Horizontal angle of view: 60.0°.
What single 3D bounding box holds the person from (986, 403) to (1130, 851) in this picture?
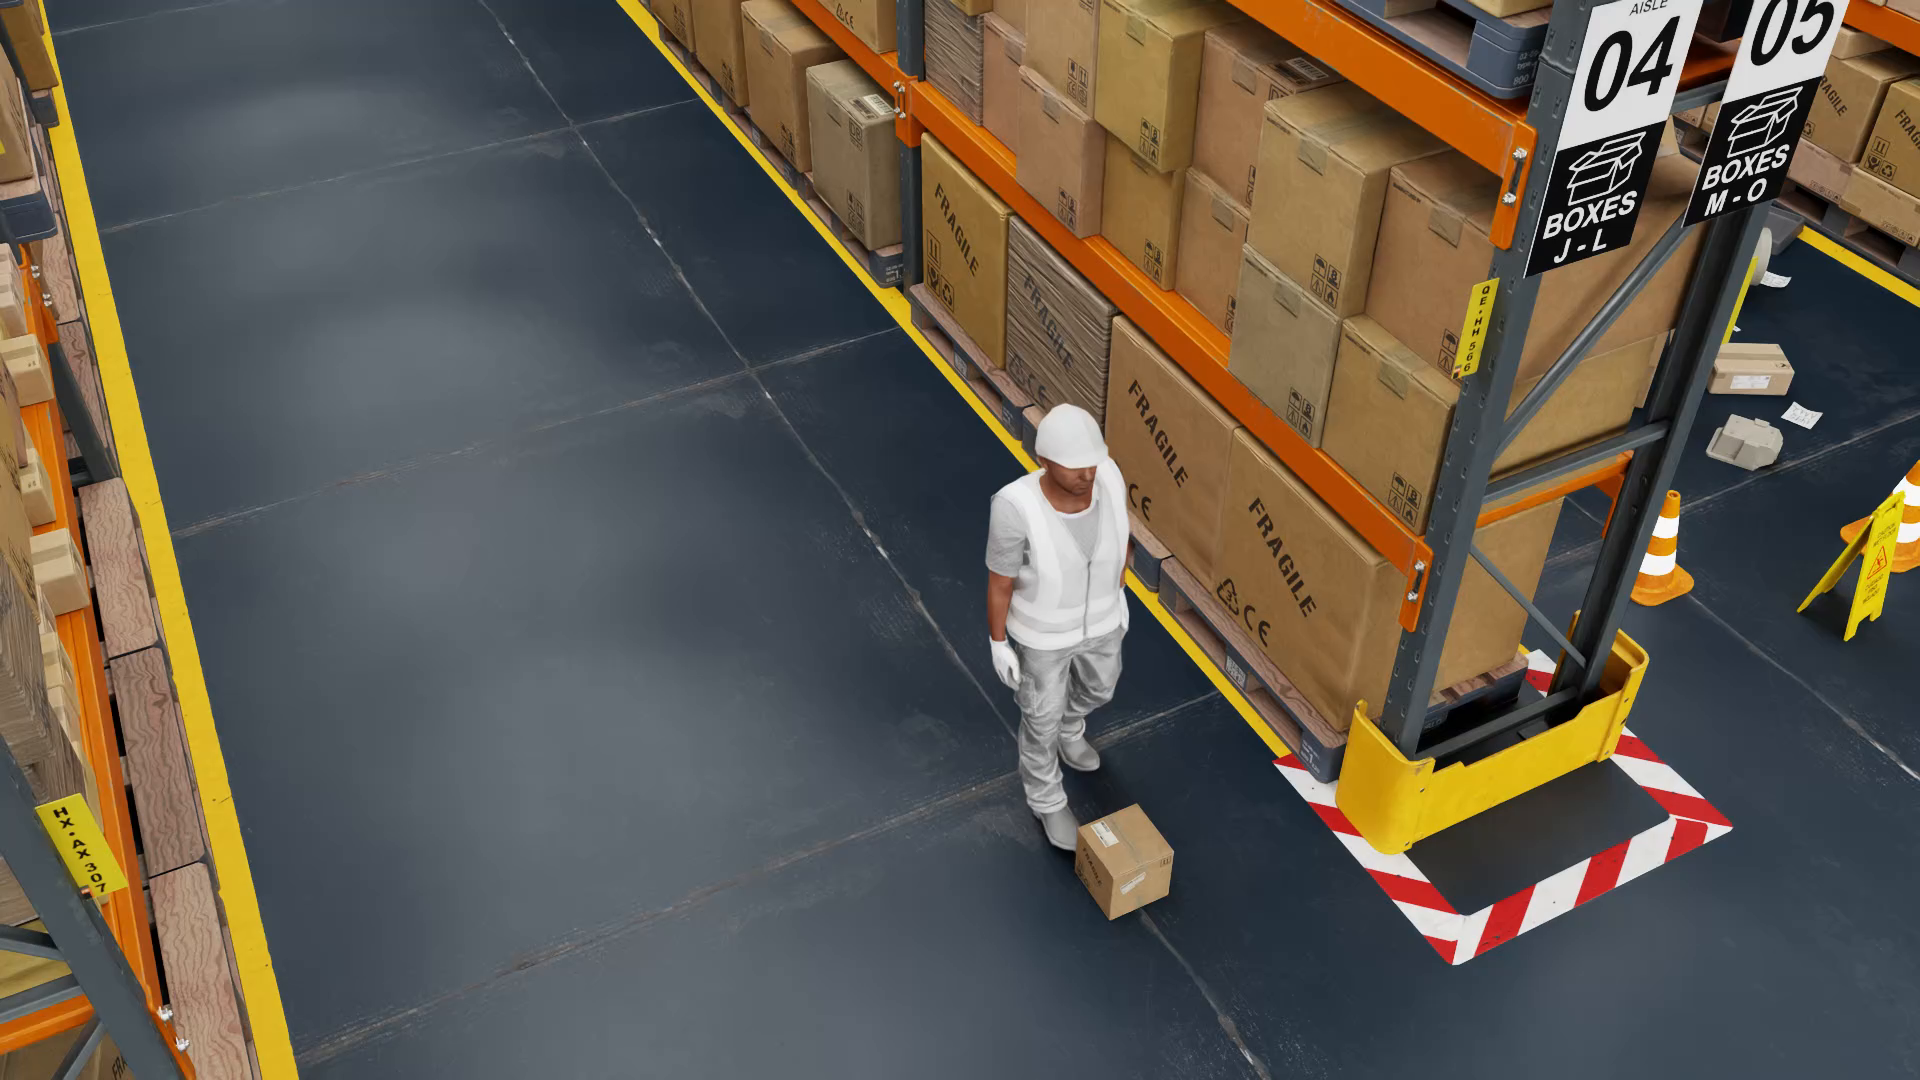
[{"bbox_3d":[0.364,0.302,5.793,0.571,1.803,0.618,-19,44,-20],"label":"person"}]
